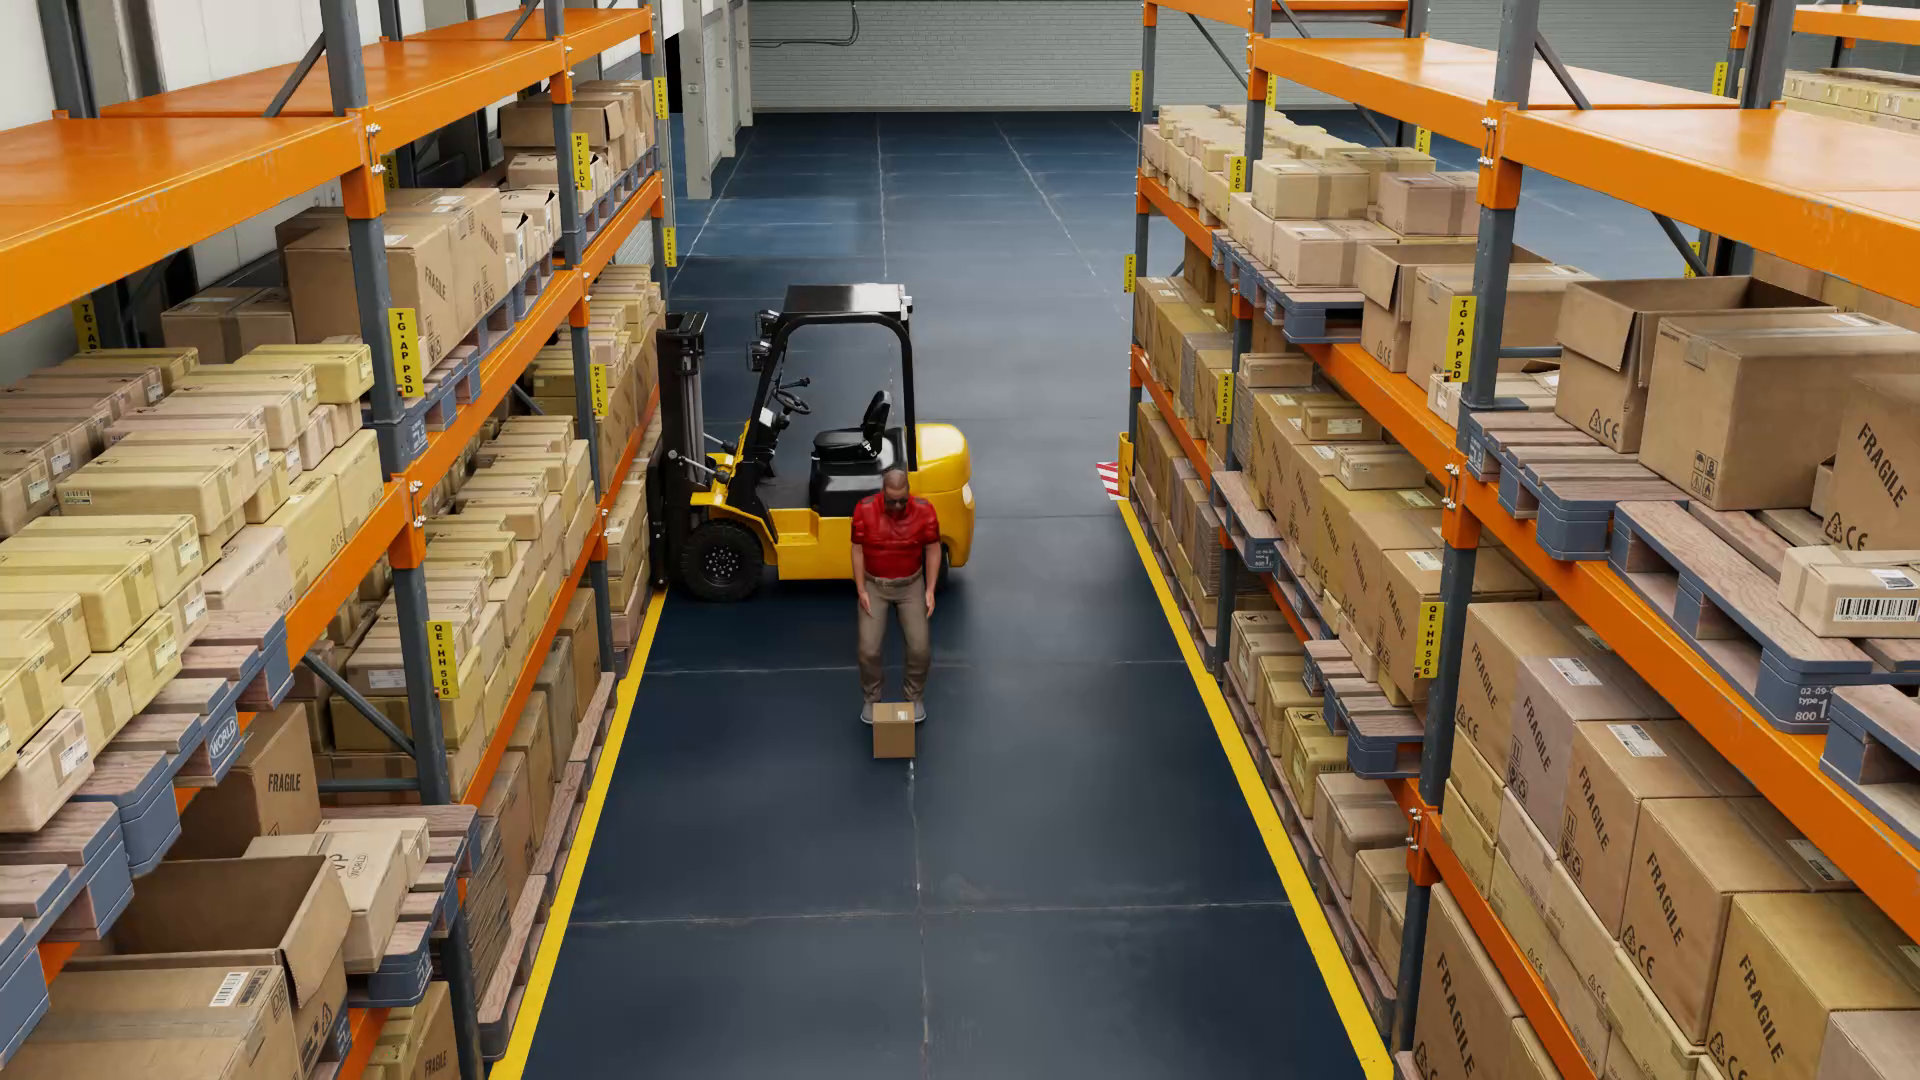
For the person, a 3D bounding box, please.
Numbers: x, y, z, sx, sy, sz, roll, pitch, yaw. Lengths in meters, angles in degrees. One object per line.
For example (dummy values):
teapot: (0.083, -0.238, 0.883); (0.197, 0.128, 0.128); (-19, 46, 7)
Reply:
person: (-0.394, 0.326, 10.328); (0.561, 1.667, 0.441); (-1, 20, -2)
